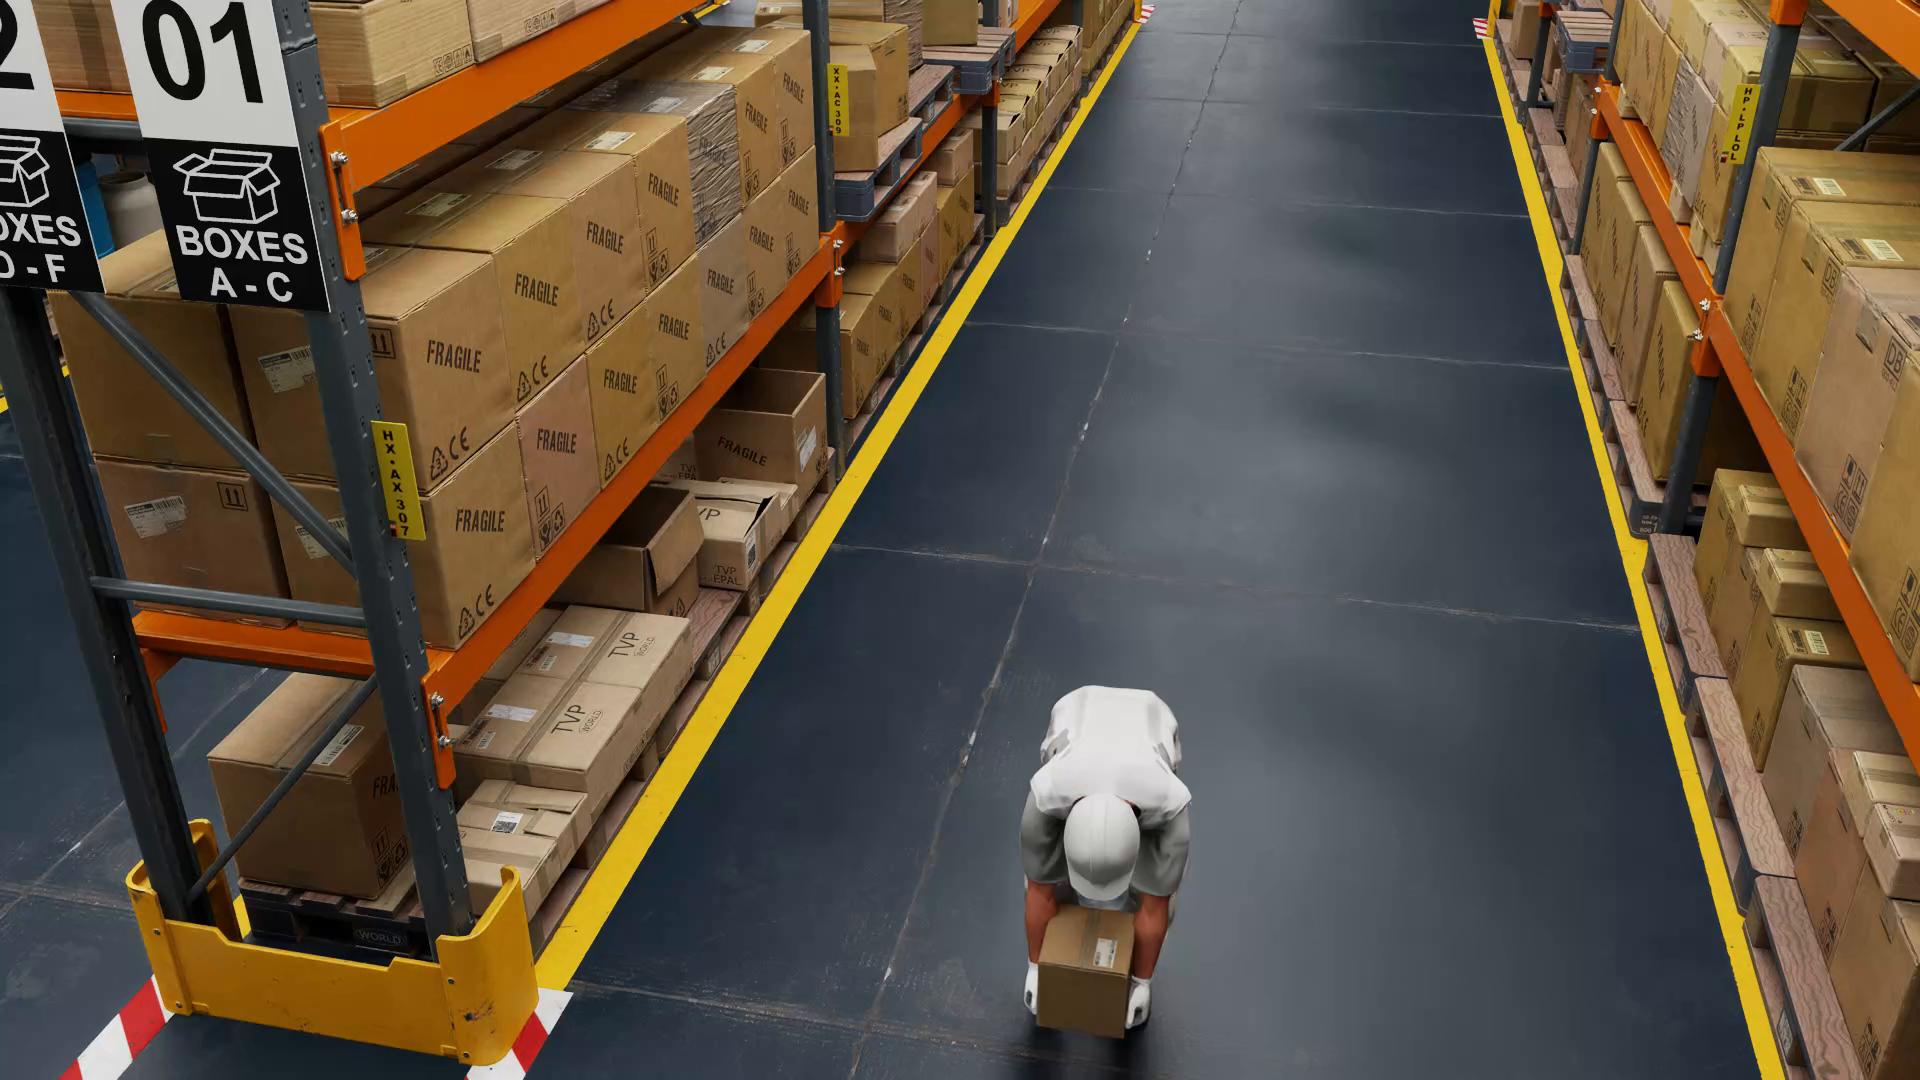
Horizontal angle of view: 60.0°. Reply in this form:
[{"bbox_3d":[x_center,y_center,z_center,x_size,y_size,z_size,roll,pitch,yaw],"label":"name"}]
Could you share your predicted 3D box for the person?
[{"bbox_3d":[0.415,1.012,4.918,0.512,1.136,0.950,5,29,8],"label":"person"}]
